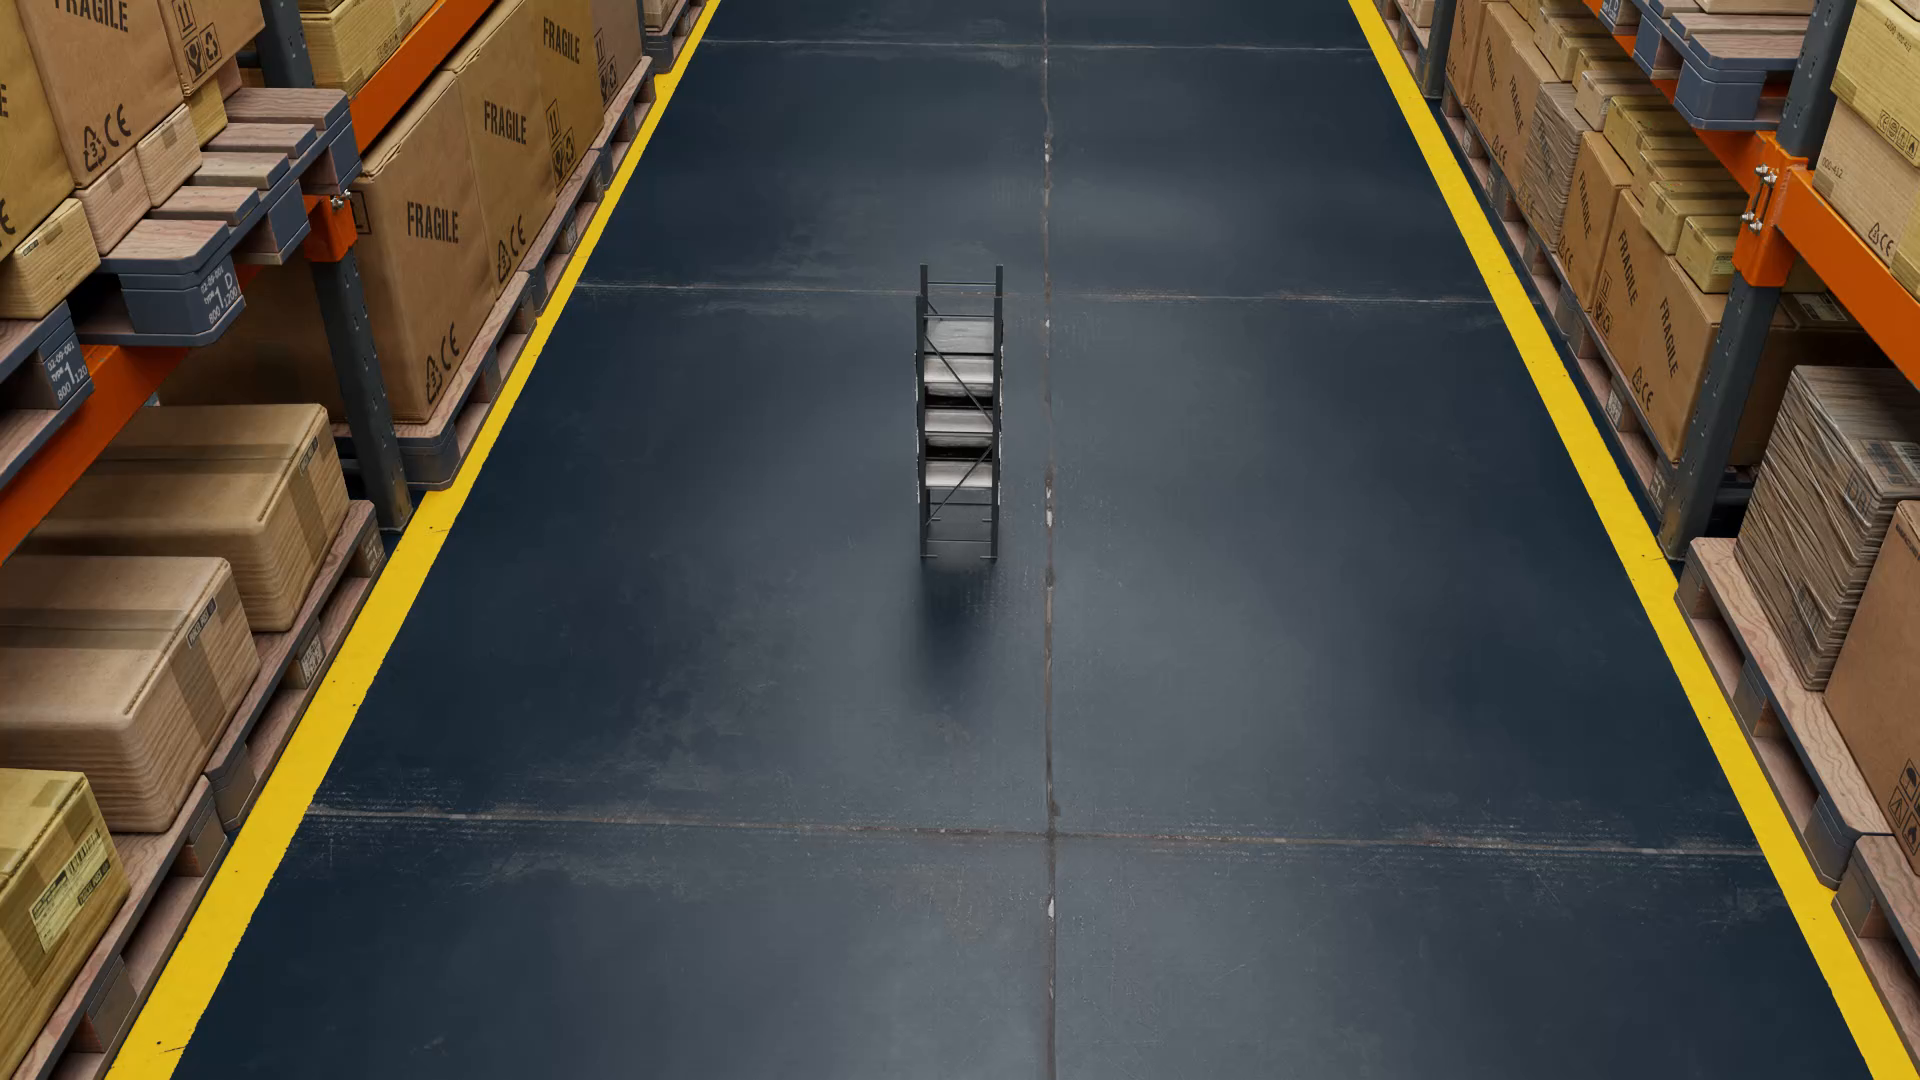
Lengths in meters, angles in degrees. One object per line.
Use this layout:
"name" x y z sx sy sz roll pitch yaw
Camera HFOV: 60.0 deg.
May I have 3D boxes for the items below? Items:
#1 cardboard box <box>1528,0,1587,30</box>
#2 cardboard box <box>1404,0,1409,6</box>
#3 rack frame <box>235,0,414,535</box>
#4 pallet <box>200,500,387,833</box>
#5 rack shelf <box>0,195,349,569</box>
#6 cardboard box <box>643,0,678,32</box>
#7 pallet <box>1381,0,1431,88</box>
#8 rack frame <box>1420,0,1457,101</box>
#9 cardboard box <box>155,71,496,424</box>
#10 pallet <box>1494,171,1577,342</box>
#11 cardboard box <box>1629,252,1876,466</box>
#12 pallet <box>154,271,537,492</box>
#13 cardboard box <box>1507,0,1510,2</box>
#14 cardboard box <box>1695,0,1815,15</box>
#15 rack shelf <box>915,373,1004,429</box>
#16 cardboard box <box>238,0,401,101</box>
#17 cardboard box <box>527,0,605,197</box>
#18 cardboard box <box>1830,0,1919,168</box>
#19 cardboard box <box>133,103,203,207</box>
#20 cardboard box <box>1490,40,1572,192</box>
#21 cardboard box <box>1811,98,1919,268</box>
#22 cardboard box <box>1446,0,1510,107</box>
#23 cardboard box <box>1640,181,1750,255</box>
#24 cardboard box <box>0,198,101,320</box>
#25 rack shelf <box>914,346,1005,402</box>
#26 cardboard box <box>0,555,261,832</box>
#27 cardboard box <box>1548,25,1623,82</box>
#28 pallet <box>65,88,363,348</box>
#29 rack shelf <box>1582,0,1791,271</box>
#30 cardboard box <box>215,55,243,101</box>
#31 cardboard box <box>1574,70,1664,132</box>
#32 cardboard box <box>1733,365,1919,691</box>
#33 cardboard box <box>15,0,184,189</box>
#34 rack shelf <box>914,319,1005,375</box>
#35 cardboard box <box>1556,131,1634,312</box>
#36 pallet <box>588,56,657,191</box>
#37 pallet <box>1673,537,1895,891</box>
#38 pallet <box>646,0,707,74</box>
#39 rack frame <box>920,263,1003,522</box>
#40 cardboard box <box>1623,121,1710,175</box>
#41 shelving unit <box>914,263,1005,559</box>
"cardboard box" 2.643 -2.226 7.053 0.380 0.149 0.250 1 35 1
"cardboard box" 2.597 -3.063 9.012 0.396 0.266 0.258 3 35 4
"rack frame" -2.267 -1.292 4.480 1.000 3.000 0.127 1 35 2
"pallet" -2.299 0.298 4.643 1.003 0.211 1.213 1 35 2
"rack shelf" -2.347 0.151 3.052 1.077 0.370 4.000 1 35 2
"cardboard box" -1.973 -3.072 8.876 0.875 0.438 0.875 1 35 1
"pallet" 2.882 -2.731 8.953 1.003 0.211 1.213 1 35 2
"rack frame" 2.854 -3.478 7.590 1.000 3.000 0.127 1 35 2
"cardboard box" -2.156 -0.990 5.532 0.875 0.875 0.875 1 35 1
"pallet" 2.813 -1.166 6.726 1.003 0.211 1.213 1 35 2
"cardboard box" 2.495 -0.577 5.271 0.500 0.500 0.500 2 35 3
"pallet" -2.160 -0.603 5.924 1.003 0.211 1.213 1 35 2
"cardboard box" 2.640 -2.532 7.488 0.380 0.149 0.250 0 35 1
"cardboard box" 2.336 -1.635 4.821 0.380 0.149 0.250 2 35 3
"rack shelf" 0.000 -0.419 4.965 0.258 0.077 0.200 1 35 2
"cardboard box" -1.996 -1.506 4.915 0.500 0.250 0.500 1 35 1
"cardboard box" -2.079 -2.016 6.992 0.875 0.875 0.875 2 35 3
"cardboard box" 2.406 -1.074 3.865 0.500 0.250 0.500 1 35 2
"cardboard box" -1.948 -0.866 3.727 0.380 0.149 0.250 1 35 1
"cardboard box" 2.574 -1.761 6.956 0.500 0.500 0.500 0 35 0
"cardboard box" 2.431 -0.869 4.008 0.500 0.250 0.500 1 35 2
"cardboard box" 2.610 -2.354 7.800 0.500 0.500 0.500 3 35 4
"cardboard box" 2.440 -1.041 5.368 0.380 0.149 0.250 0 35 -1
"cardboard box" -1.964 -0.563 3.296 0.380 0.149 0.250 2 35 3
"rack shelf" 0.000 -0.493 4.914 0.258 0.077 0.200 1 35 2
"cardboard box" -2.321 0.360 4.050 0.950 0.372 0.625 1 35 1
"cardboard box" 2.584 -1.941 6.647 0.380 0.149 0.250 3 35 4
"pallet" -2.189 -0.802 3.949 1.213 0.211 1.003 1 35 2
"rack shelf" 2.774 -2.034 6.162 1.077 0.370 4.000 1 35 2
"cardboard box" -2.045 -1.167 4.156 0.380 0.149 0.250 3 35 4
"cardboard box" 2.541 -1.645 6.227 0.380 0.149 0.250 0 35 0
"cardboard box" 2.654 -0.022 4.373 0.875 0.625 0.625 2 35 3
"cardboard box" -2.017 -1.062 3.441 0.500 0.500 0.500 1 35 1
"rack shelf" 0.000 -0.566 4.862 0.258 0.077 0.200 1 35 2
"cardboard box" 2.544 -1.165 6.107 0.500 0.500 0.500 3 35 4
"pallet" -2.062 -2.004 7.918 1.003 0.211 1.213 1 35 2
"pallet" 2.621 0.433 4.450 1.003 0.211 1.213 1 35 2
"pallet" -1.997 -2.885 9.171 1.003 0.211 1.213 1 35 2
"rack frame" 0.004 -0.431 5.081 0.240 0.900 0.006 1 35 2
"cardboard box" 2.551 -1.342 5.796 0.380 0.149 0.250 2 35 3
"shelving unit" 0.000 -0.373 4.998 0.258 0.900 0.210 1 35 2
